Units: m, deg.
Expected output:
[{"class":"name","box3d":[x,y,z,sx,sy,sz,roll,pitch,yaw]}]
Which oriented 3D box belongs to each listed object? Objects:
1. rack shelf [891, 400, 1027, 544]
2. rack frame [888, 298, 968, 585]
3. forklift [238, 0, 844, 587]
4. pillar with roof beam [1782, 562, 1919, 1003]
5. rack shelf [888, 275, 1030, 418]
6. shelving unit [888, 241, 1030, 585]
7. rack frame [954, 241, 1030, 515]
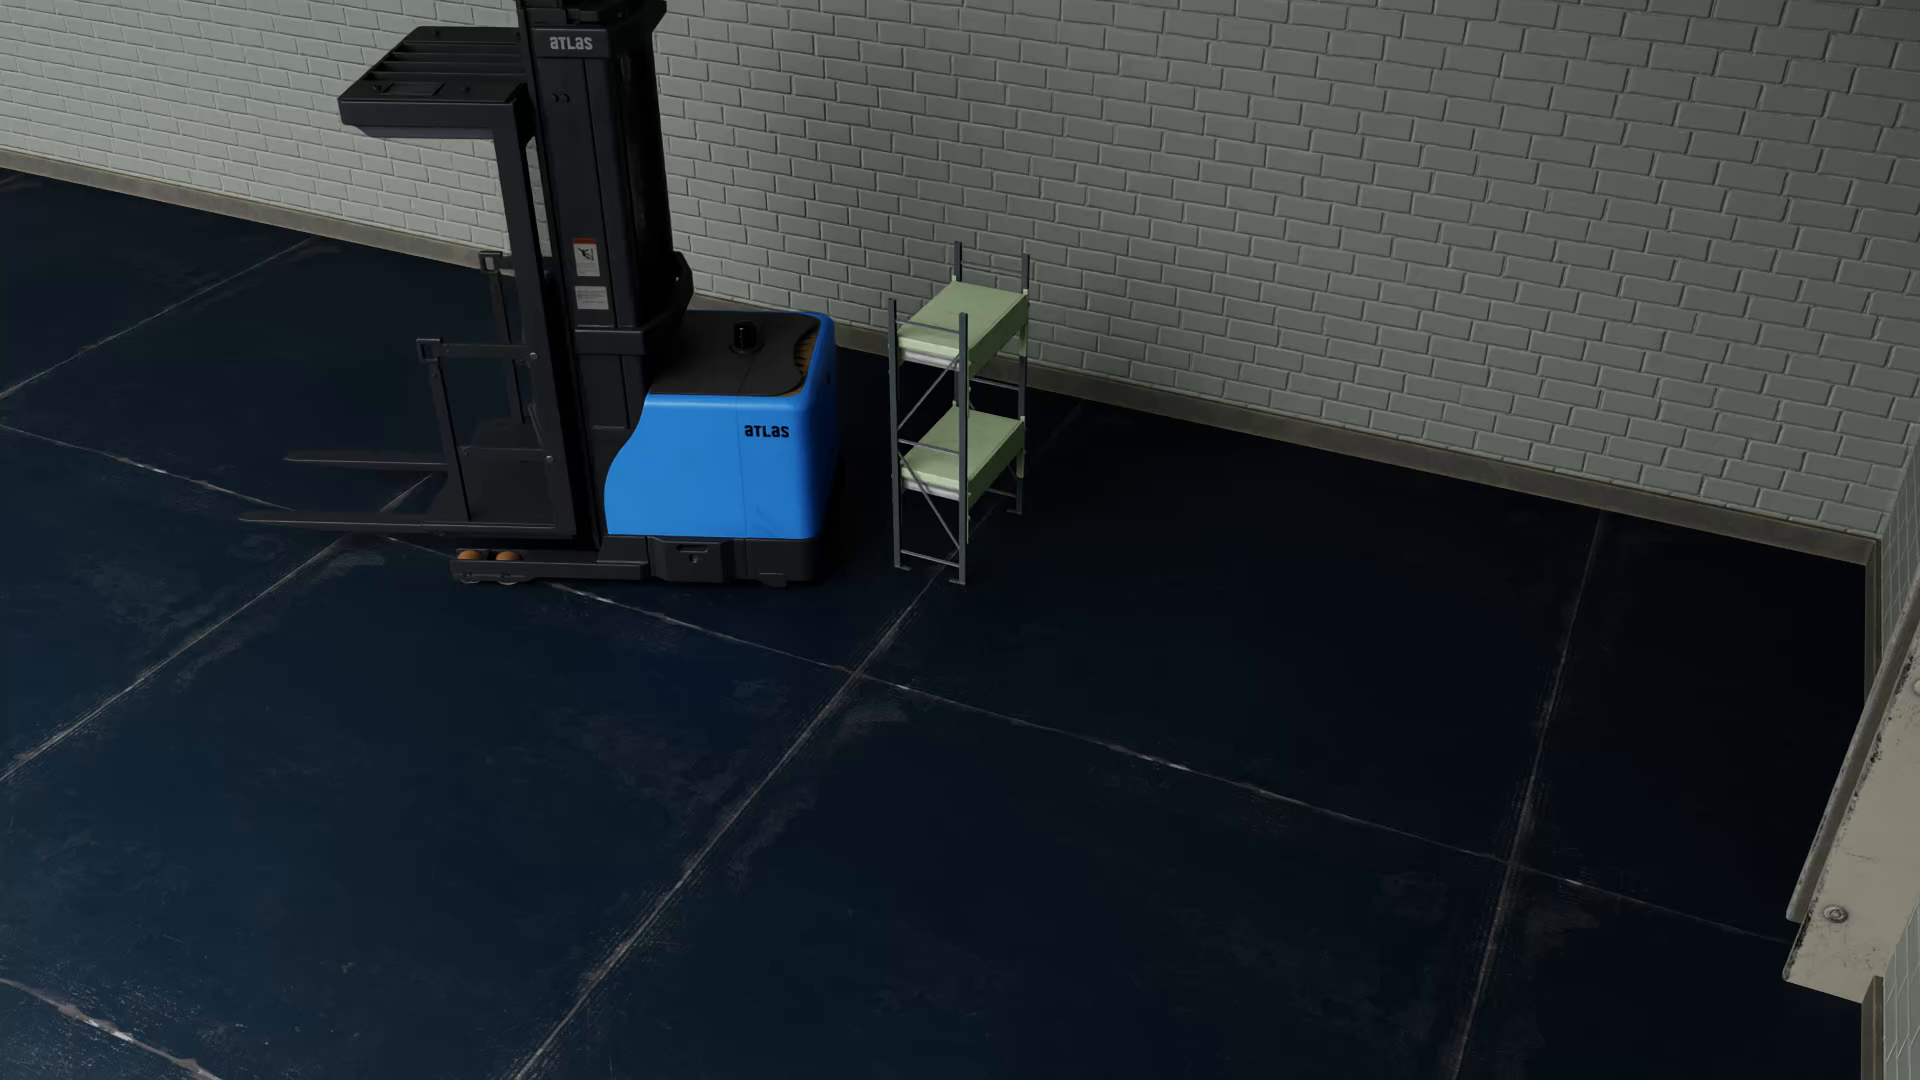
[{"class":"rack shelf","box3d":[0.003,-0.358,8.523,0.431,0.370,0.720,14,36,20]},{"class":"rack frame","box3d":[-0.150,-0.448,8.066,0.400,1.500,0.023,14,36,20]},{"class":"forklift","box3d":[-2.168,-1.287,8.039,3.031,2.935,1.130,2,33,2]},{"class":"pillar with roof beam","box3d":[-0.603,-3.165,5.371,9.100,9.000,0.400,14,36,20]},{"class":"rack shelf","box3d":[0.003,-0.957,8.130,0.431,0.370,0.720,14,36,20]},{"class":"shelving unit","box3d":[0.003,-0.631,8.344,0.431,1.500,0.755,14,36,20]},{"class":"rack frame","box3d":[0.156,-0.813,8.622,0.400,1.500,0.023,14,36,20]}]
